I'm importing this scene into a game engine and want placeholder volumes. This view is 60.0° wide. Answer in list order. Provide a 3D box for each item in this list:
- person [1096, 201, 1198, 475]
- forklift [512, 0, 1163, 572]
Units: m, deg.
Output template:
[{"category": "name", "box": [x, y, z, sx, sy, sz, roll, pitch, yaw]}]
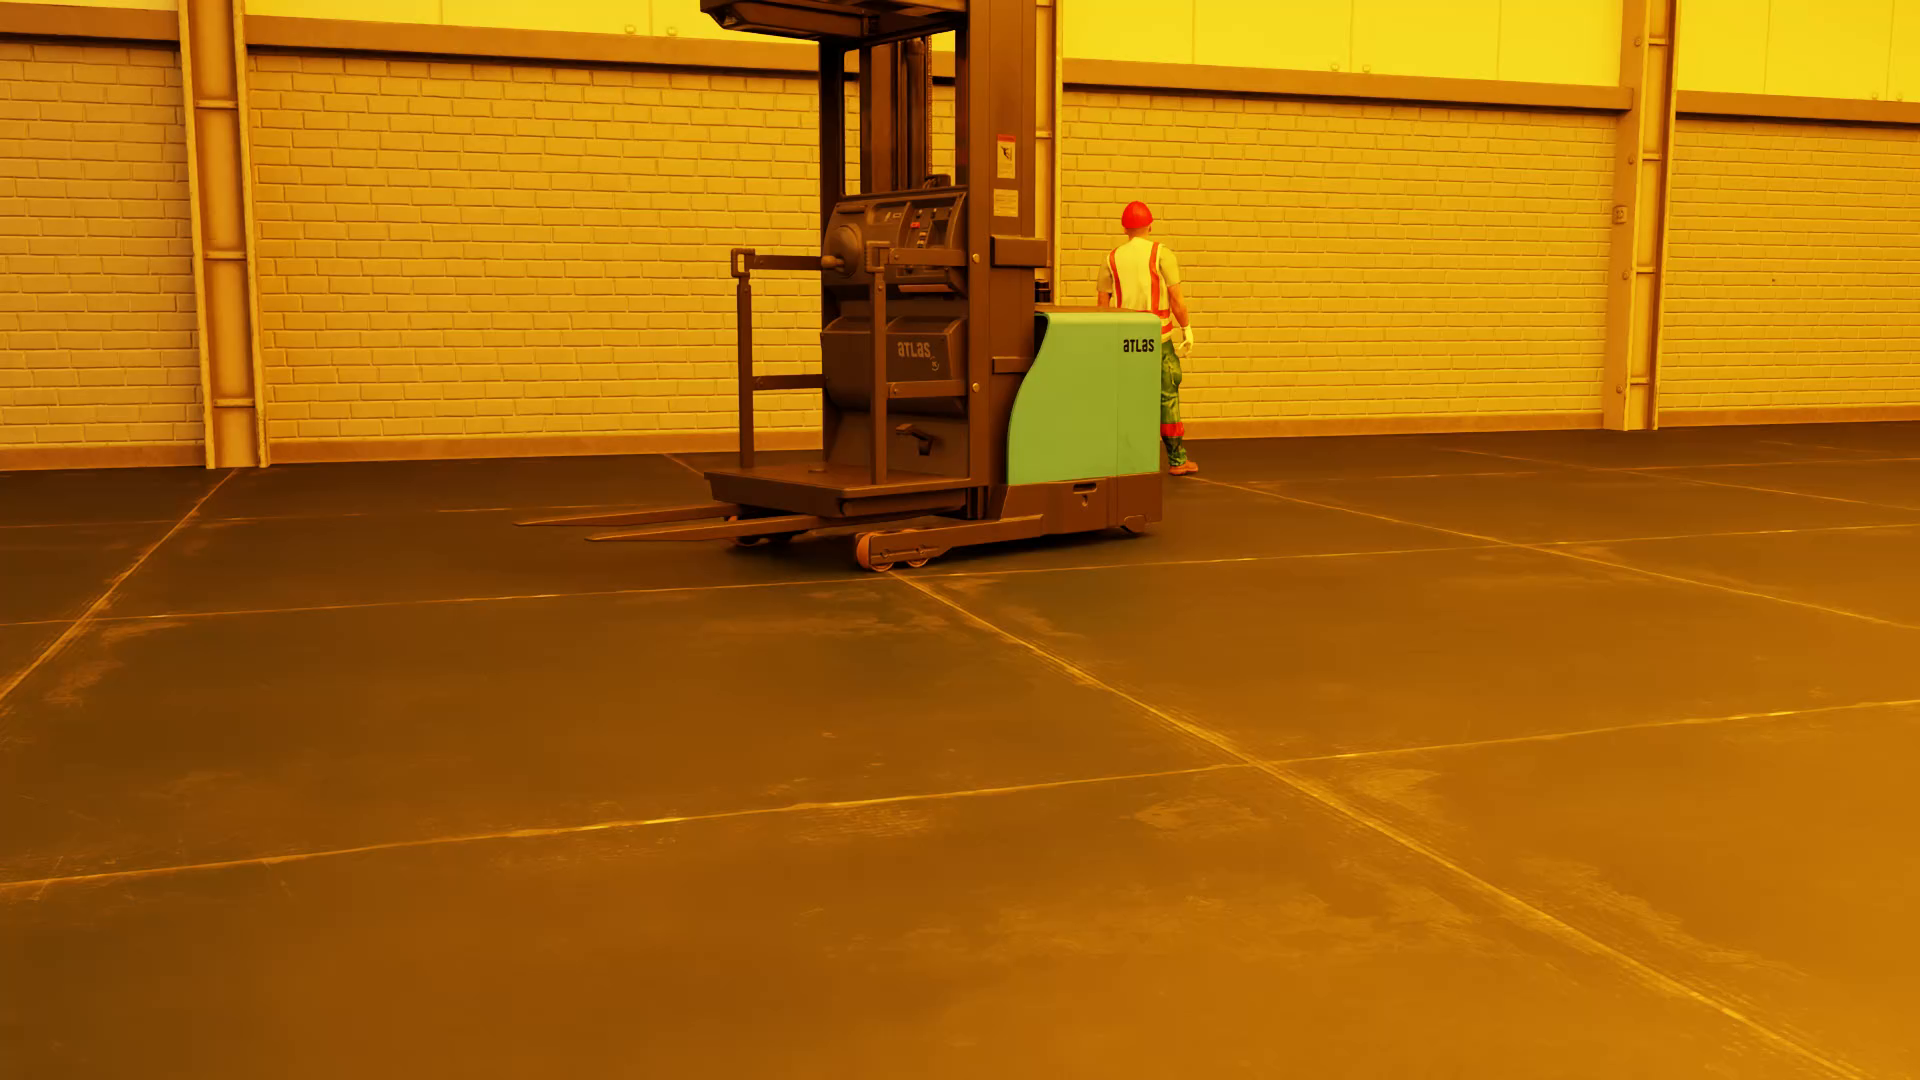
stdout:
[{"category": "person", "box": [1.242, -1.329, 11.007, 0.638, 1.787, 0.564, 3, 8, 22]}, {"category": "forklift", "box": [-0.461, -1.399, 7.333, 3.031, 2.935, 1.130, -7, 10, -40]}]
